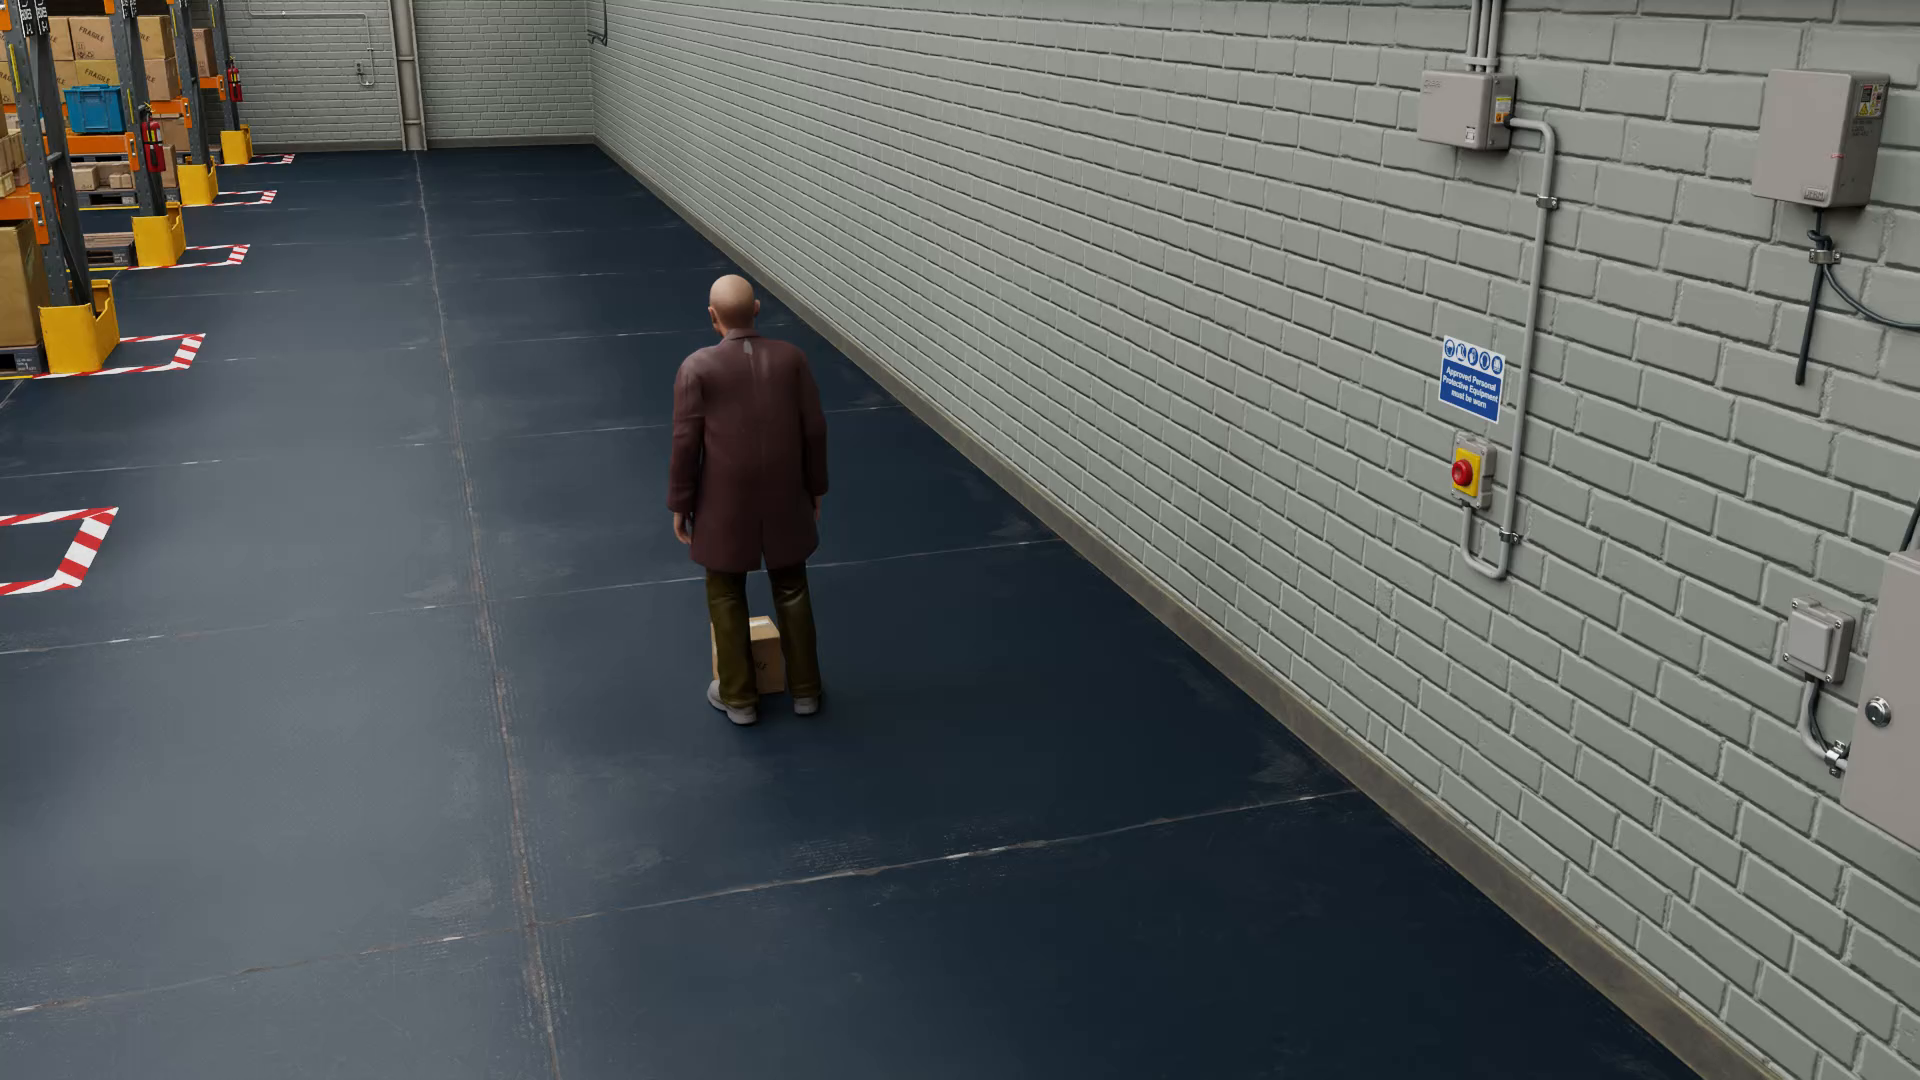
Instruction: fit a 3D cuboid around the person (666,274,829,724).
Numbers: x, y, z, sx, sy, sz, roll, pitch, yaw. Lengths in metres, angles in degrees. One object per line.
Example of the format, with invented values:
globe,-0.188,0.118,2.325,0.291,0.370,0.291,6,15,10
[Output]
person,-0.827,-0.150,6.527,0.653,1.773,0.424,-7,20,-20
